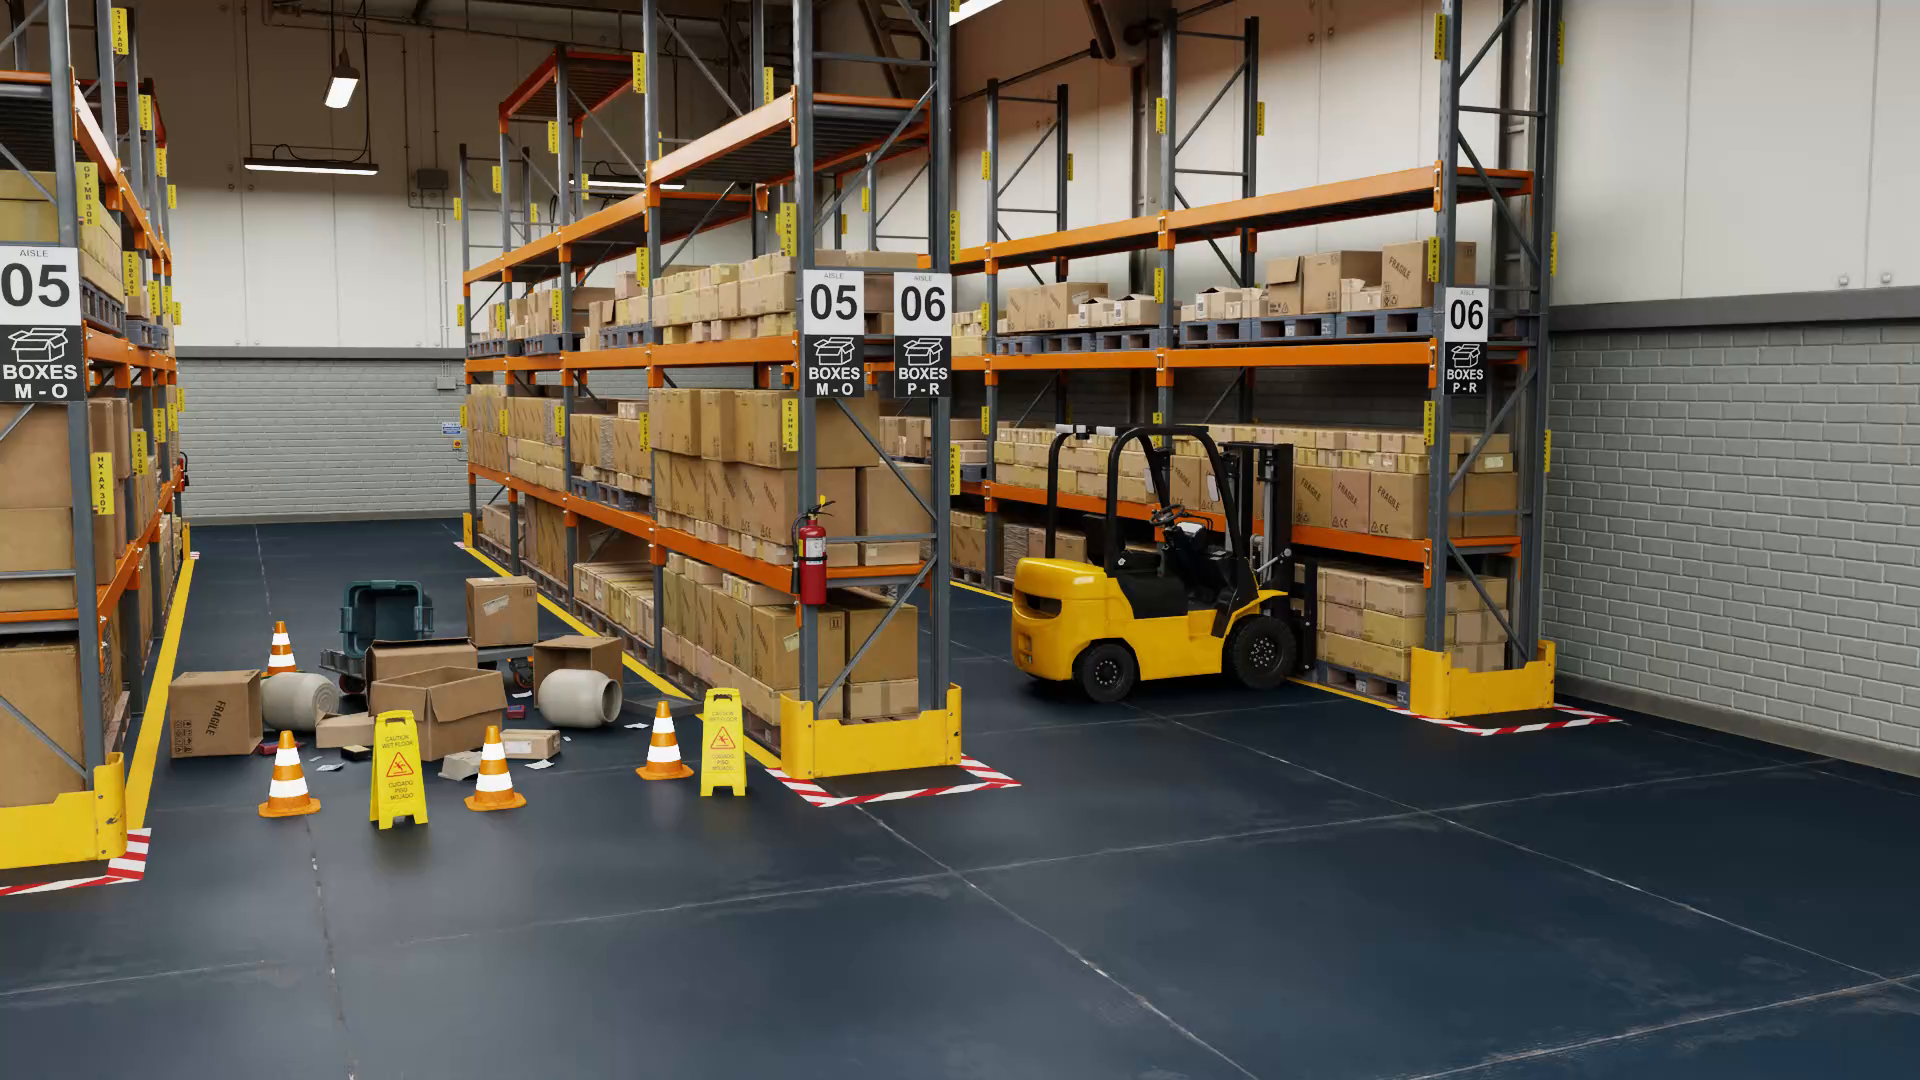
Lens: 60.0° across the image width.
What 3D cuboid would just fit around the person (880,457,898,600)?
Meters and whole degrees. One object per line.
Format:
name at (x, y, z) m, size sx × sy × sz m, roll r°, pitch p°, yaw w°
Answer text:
person at (-0.847, -0.106, 18.699) m, size 0.371 × 1.664 × 0.526 m, roll -2°, pitch 6°, yaw -23°
